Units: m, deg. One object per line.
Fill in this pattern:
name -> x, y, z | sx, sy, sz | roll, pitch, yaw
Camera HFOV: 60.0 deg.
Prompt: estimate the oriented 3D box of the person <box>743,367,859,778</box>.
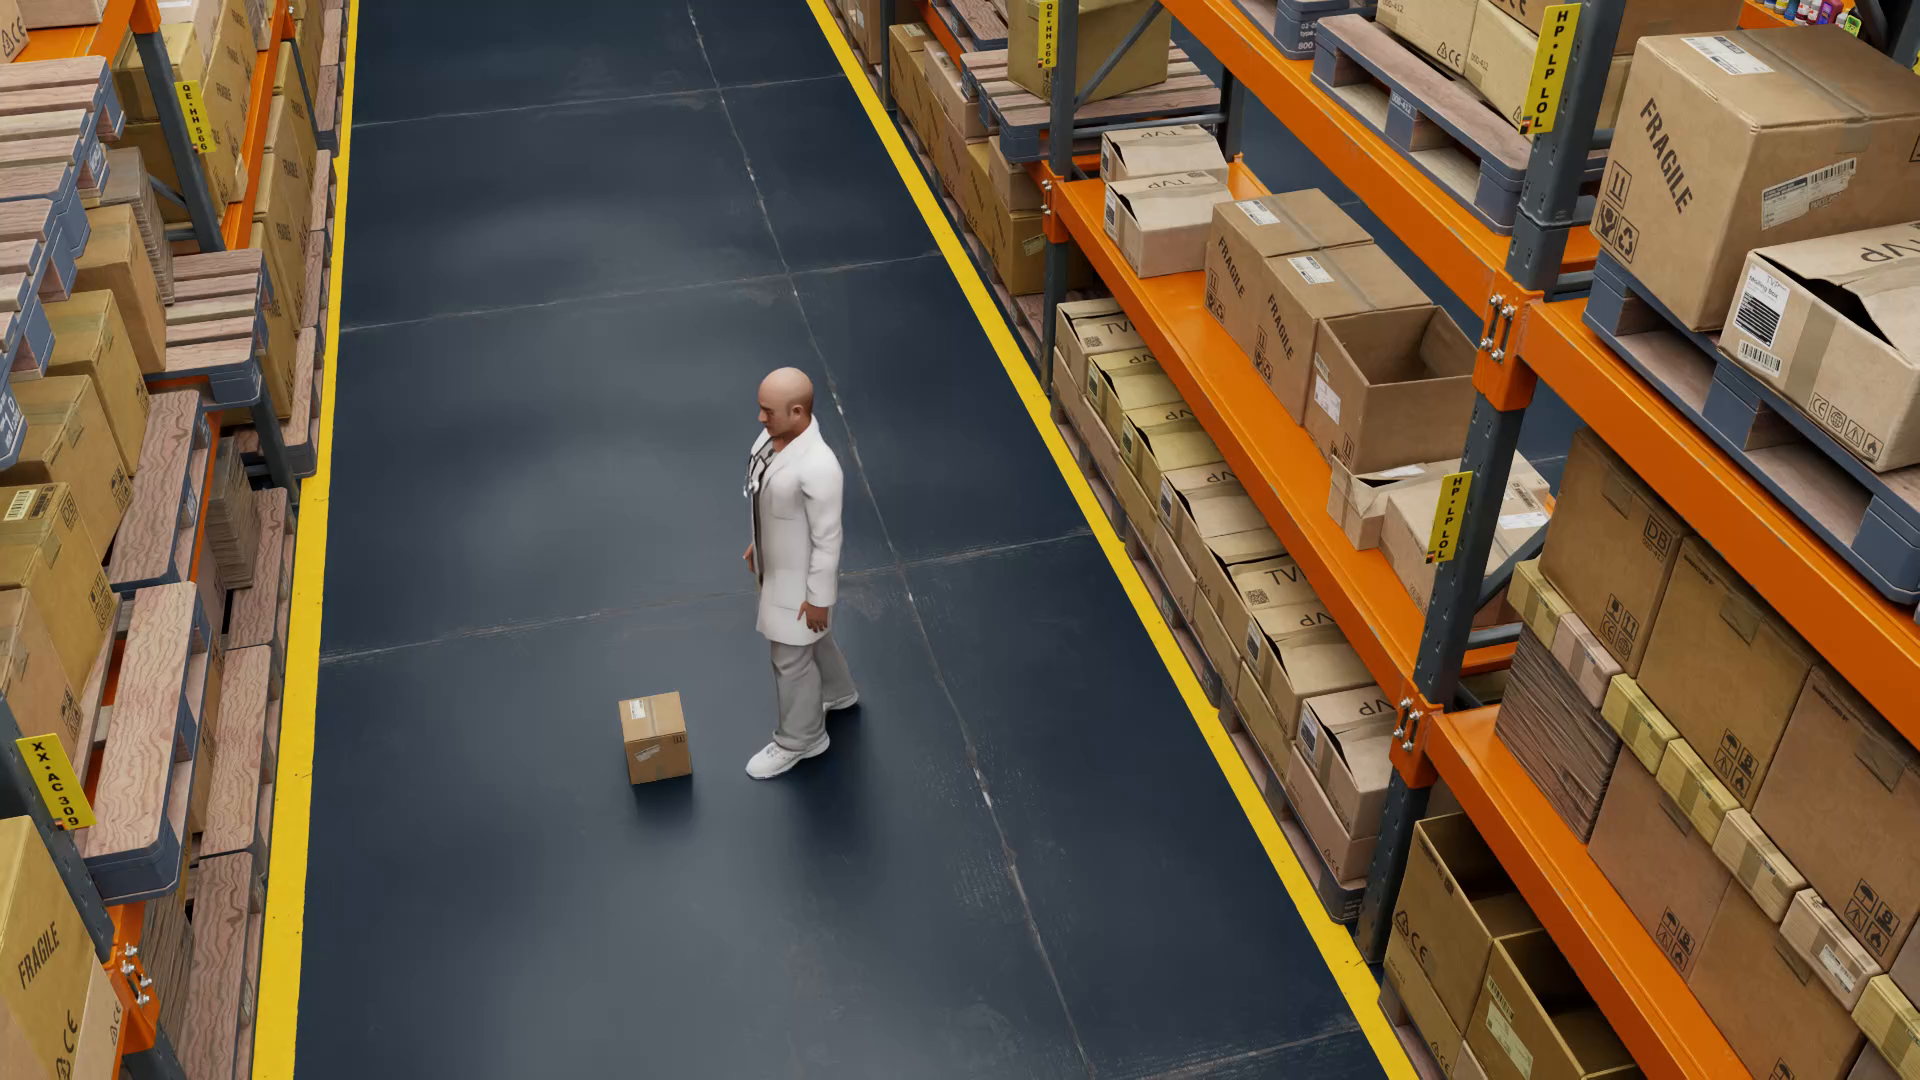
person -> -0.674, 0.126, 6.566 | 0.586, 1.799, 0.600 | -15, 40, -19
